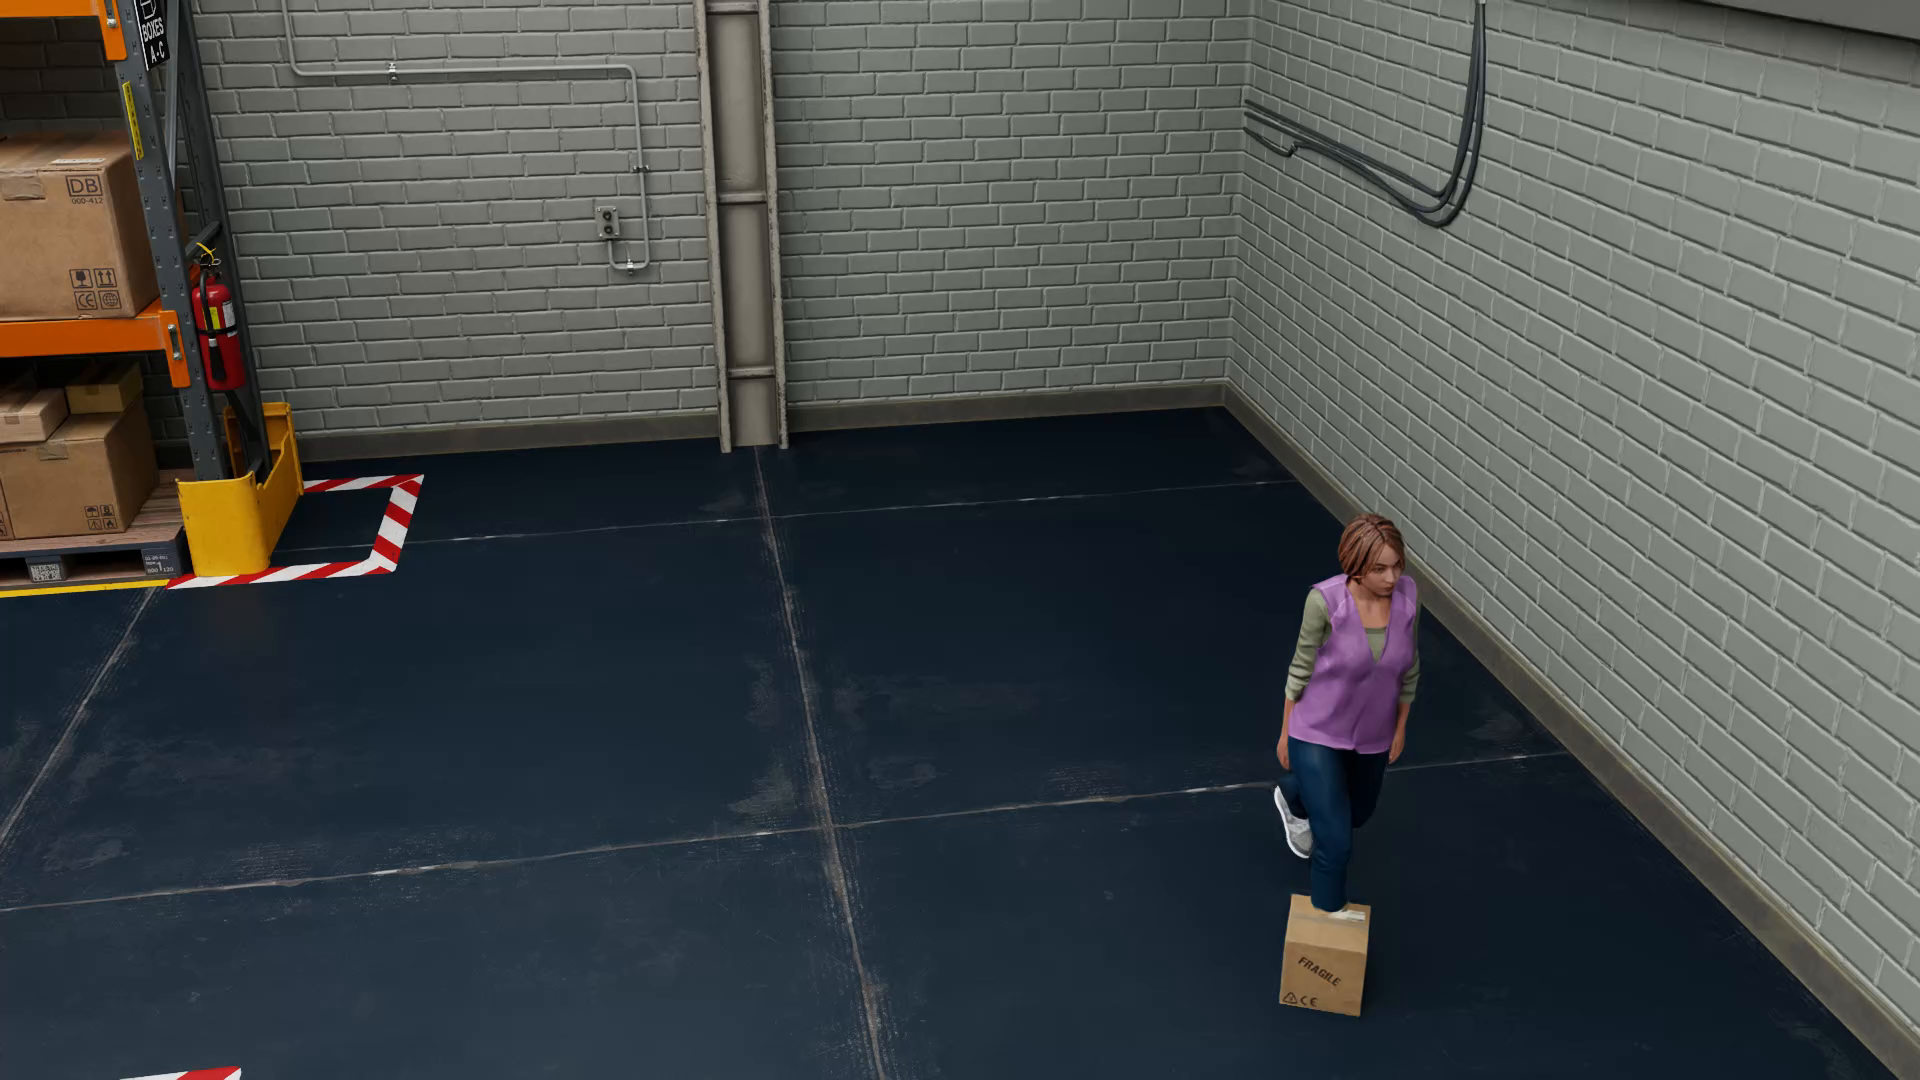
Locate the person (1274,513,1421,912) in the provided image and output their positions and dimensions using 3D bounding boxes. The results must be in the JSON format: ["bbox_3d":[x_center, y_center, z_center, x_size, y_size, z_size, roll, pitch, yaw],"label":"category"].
[{"bbox_3d":[1.208,0.569,5.314,0.423,1.542,0.872,-6,24,-13],"label":"person"}]
